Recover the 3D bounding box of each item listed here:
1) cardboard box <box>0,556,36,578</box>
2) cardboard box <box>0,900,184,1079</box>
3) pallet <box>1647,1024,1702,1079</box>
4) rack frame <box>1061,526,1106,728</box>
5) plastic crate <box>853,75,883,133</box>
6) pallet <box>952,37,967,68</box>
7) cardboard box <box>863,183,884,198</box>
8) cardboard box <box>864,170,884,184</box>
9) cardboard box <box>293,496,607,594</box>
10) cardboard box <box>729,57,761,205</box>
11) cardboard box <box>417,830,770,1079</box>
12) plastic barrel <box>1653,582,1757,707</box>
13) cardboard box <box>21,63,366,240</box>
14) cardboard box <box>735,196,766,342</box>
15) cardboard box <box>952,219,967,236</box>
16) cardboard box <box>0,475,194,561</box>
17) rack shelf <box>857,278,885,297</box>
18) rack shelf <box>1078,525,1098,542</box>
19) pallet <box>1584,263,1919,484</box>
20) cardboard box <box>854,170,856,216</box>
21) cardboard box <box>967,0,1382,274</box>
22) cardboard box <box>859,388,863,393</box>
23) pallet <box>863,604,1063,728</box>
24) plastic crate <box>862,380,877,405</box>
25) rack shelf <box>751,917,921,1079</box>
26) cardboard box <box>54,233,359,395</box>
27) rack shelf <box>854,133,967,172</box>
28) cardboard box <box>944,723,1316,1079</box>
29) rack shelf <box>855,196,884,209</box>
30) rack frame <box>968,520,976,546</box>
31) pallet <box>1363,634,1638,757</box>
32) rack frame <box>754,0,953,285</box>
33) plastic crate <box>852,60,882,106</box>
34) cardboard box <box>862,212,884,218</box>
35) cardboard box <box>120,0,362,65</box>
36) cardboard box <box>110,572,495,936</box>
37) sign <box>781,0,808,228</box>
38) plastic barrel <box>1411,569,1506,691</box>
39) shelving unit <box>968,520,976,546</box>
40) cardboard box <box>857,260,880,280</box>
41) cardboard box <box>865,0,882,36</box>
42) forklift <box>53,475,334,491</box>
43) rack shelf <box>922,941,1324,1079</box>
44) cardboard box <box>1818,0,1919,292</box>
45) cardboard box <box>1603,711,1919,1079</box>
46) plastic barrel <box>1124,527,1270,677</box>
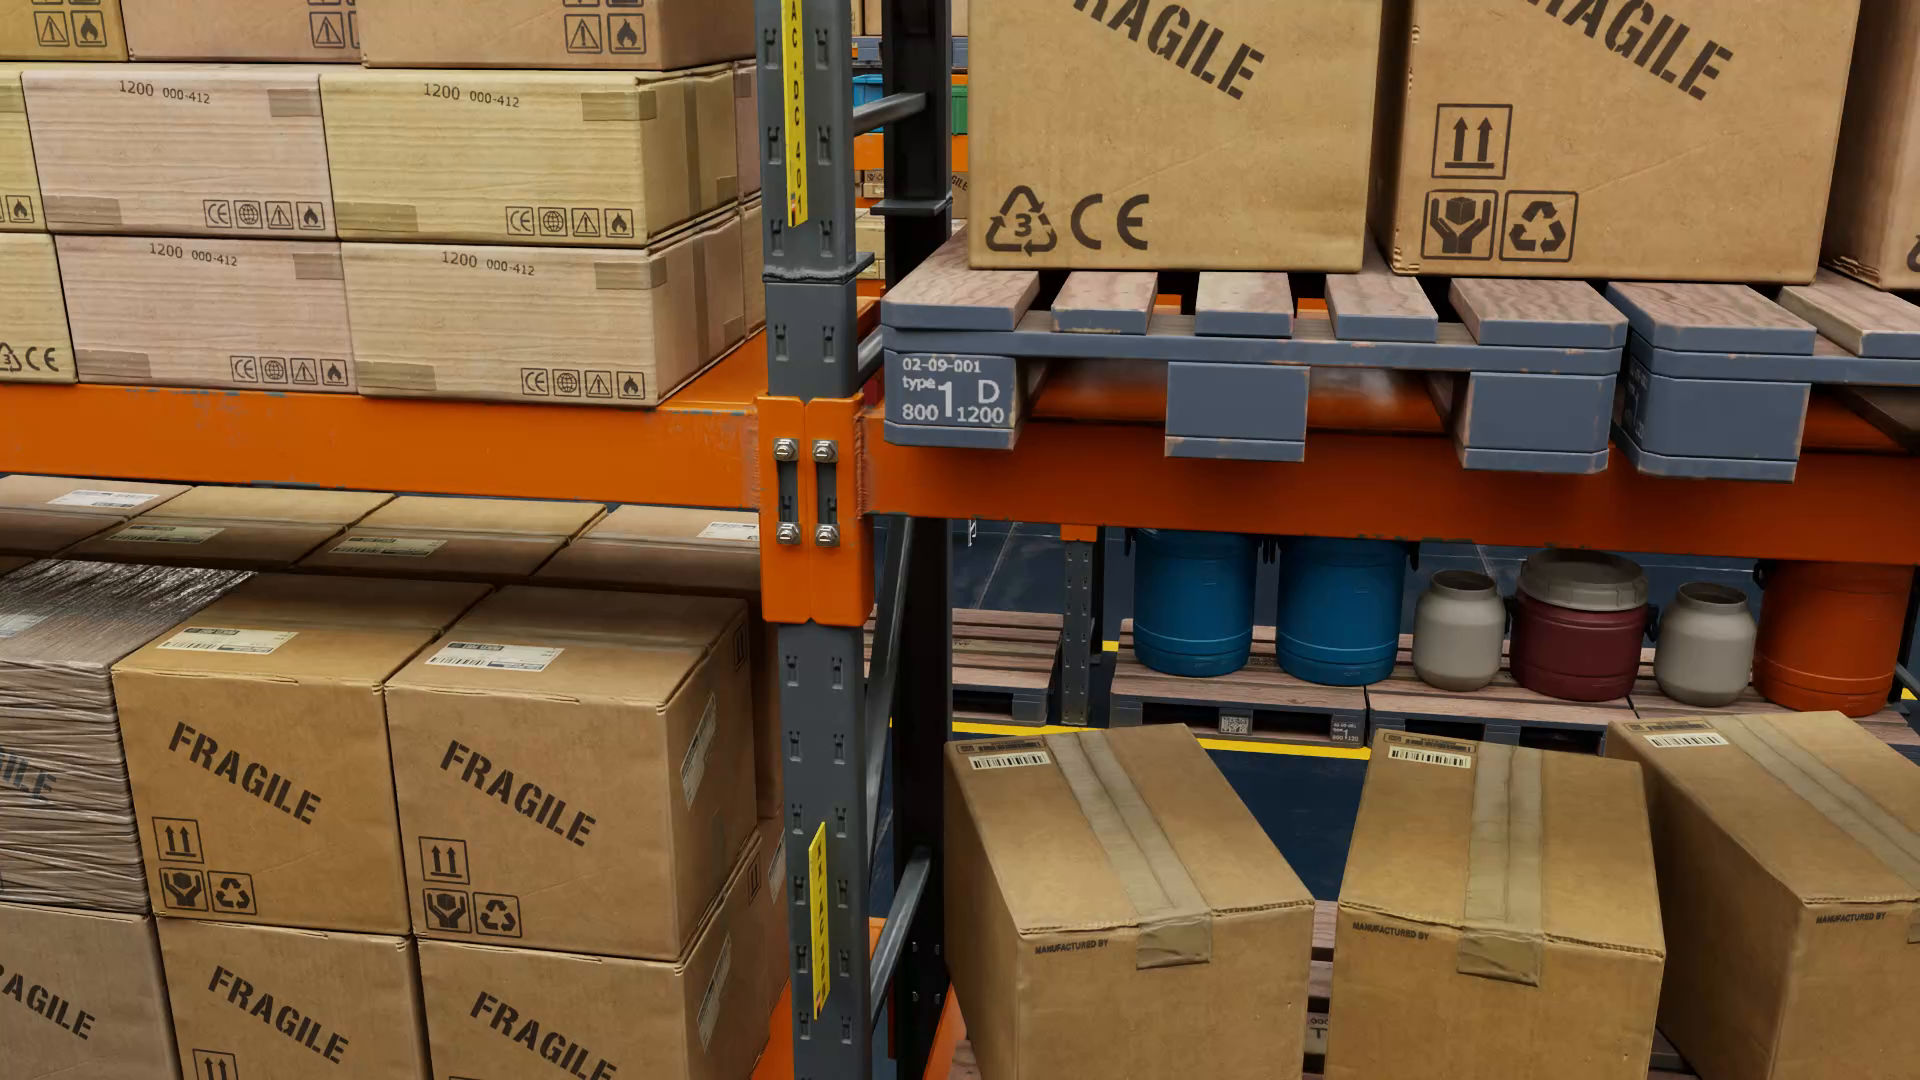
[{"bbox_3d":[-2.198,0.339,3.331,0.500,0.500,0.500,3,19,8],"label":"cardboard box"},{"bbox_3d":[-1.708,0.838,3.414,0.500,0.500,0.500,3,19,10],"label":"cardboard box"},{"bbox_3d":[1.872,1.076,3.161,1.213,0.211,1.003,3,19,9],"label":"pallet"},{"bbox_3d":[0.633,-0.671,8.081,0.127,3.000,1.000,3,19,9],"label":"rack frame"},{"bbox_3d":[-0.317,-1.960,7.470,0.300,0.233,0.416,3,19,9],"label":"plastic crate"},{"bbox_3d":[0.612,-3.648,12.390,1.213,0.211,1.003,3,19,9],"label":"pallet"},{"bbox_3d":[-0.862,-3.705,17.544,0.250,0.149,0.380,2,19,7],"label":"cardboard box"},{"bbox_3d":[-0.713,-4.033,17.504,0.500,0.500,0.500,3,19,9],"label":"cardboard box"},{"bbox_3d":[-1.087,0.221,3.681,0.500,0.500,0.500,2,19,7],"label":"cardboard box"},{"bbox_3d":[-0.597,-0.810,3.218,0.500,0.250,0.500,3,19,9],"label":"cardboard box"},{"bbox_3d":[-0.691,0.888,3.263,0.500,0.500,0.500,3,19,10],"label":"cardboard box"},{"bbox_3d":[3.525,0.491,7.867,0.421,0.512,0.421,0,18,0],"label":"plastic barrel"},{"bbox_3d":[-1.173,-0.673,2.810,0.500,0.250,0.500,3,19,9],"label":"cardboard box"},{"bbox_3d":[-0.598,-0.573,3.297,0.500,0.250,0.500,3,19,9],"label":"cardboard box"},{"bbox_3d":[-0.075,-2.284,12.668,0.500,0.250,0.500,3,19,10],"label":"cardboard box"},{"bbox_3d":[-2.104,0.170,3.836,0.500,0.500,0.500,4,19,10],"label":"cardboard box"},{"bbox_3d":[-0.556,-1.982,13.134,4.000,0.370,1.077,3,19,9],"label":"rack shelf"},{"bbox_3d":[2.607,-0.229,7.895,4.000,0.370,1.077,3,19,9],"label":"rack shelf"},{"bbox_3d":[1.500,-0.347,2.681,1.003,0.211,1.213,3,19,9],"label":"pallet"},{"bbox_3d":[-1.094,-2.692,12.706,0.500,0.500,0.500,2,19,7],"label":"cardboard box"},{"bbox_3d":[0.329,-0.787,2.725,0.600,0.600,0.600,1,19,3],"label":"cardboard box"},{"bbox_3d":[-0.988,-1.563,13.433,0.875,0.875,0.875,3,19,9],"label":"cardboard box"},{"bbox_3d":[-0.100,0.626,8.598,1.213,0.211,1.003,3,19,9],"label":"pallet"},{"bbox_3d":[-0.209,-0.853,8.431,0.583,0.464,0.402,3,19,9],"label":"plastic crate"},{"bbox_3d":[-2.131,1.121,3.859,4.000,0.370,1.077,3,19,9],"label":"rack shelf"},{"bbox_3d":[-1.171,-0.440,2.901,0.500,0.250,0.500,3,19,9],"label":"cardboard box"},{"bbox_3d":[-1.342,-1.853,8.020,4.000,0.370,1.077,3,19,9],"label":"rack shelf"},{"bbox_3d":[0.275,0.728,3.081,0.500,0.500,0.700,-3,19,-10],"label":"cardboard box"},{"bbox_3d":[0.330,-3.531,17.763,4.000,0.370,1.077,3,19,9],"label":"rack shelf"},{"bbox_3d":[0.077,-0.565,10.601,0.015,1.200,0.240,3,19,9],"label":"rack frame"},{"bbox_3d":[2.596,0.764,8.187,1.213,0.211,1.003,3,19,9],"label":"pallet"},{"bbox_3d":[-0.157,-1.964,2.492,0.127,3.000,1.000,3,19,9],"label":"rack frame"},{"bbox_3d":[-0.550,-2.180,8.070,0.590,0.269,0.497,3,19,9],"label":"plastic crate"},{"bbox_3d":[-0.492,-2.477,13.245,0.500,0.250,0.500,3,19,9],"label":"cardboard box"},{"bbox_3d":[-1.114,-1.146,3.039,0.500,0.500,0.700,3,19,9],"label":"cardboard box"},{"bbox_3d":[-1.203,0.390,3.178,0.500,0.500,0.500,3,19,8],"label":"cardboard box"},{"bbox_3d":[-0.235,-0.617,2.377,0.005,0.325,0.100,3,19,9],"label":"sign"},{"bbox_3d":[2.410,0.434,8.037,0.421,0.512,0.421,0,18,0],"label":"plastic barrel"},{"bbox_3d":[-0.163,-0.577,10.638,0.503,1.200,0.258,3,19,9],"label":"shelving unit"},{"bbox_3d":[-0.714,-2.107,12.768,0.250,0.149,0.380,2,19,7],"label":"cardboard box"},{"bbox_3d":[-0.388,-4.059,12.503,0.500,0.500,0.700,4,19,11],"label":"cardboard box"},{"bbox_3d":[-2.482,-0.041,6.305,3.031,2.935,1.130,4,19,10],"label":"forklift"},{"bbox_3d":[1.818,1.322,3.257,4.000,0.370,1.077,3,19,9],"label":"rack shelf"},{"bbox_3d":[1.646,-0.721,2.527,0.600,0.600,0.600,2,19,6],"label":"cardboard box"},{"bbox_3d":[1.597,0.704,3.154,0.500,0.500,0.700,-2,19,-5],"label":"cardboard box"},{"bbox_3d":[1.167,0.158,8.250,0.708,0.901,0.600,3,19,9],"label":"plastic barrel"}]
